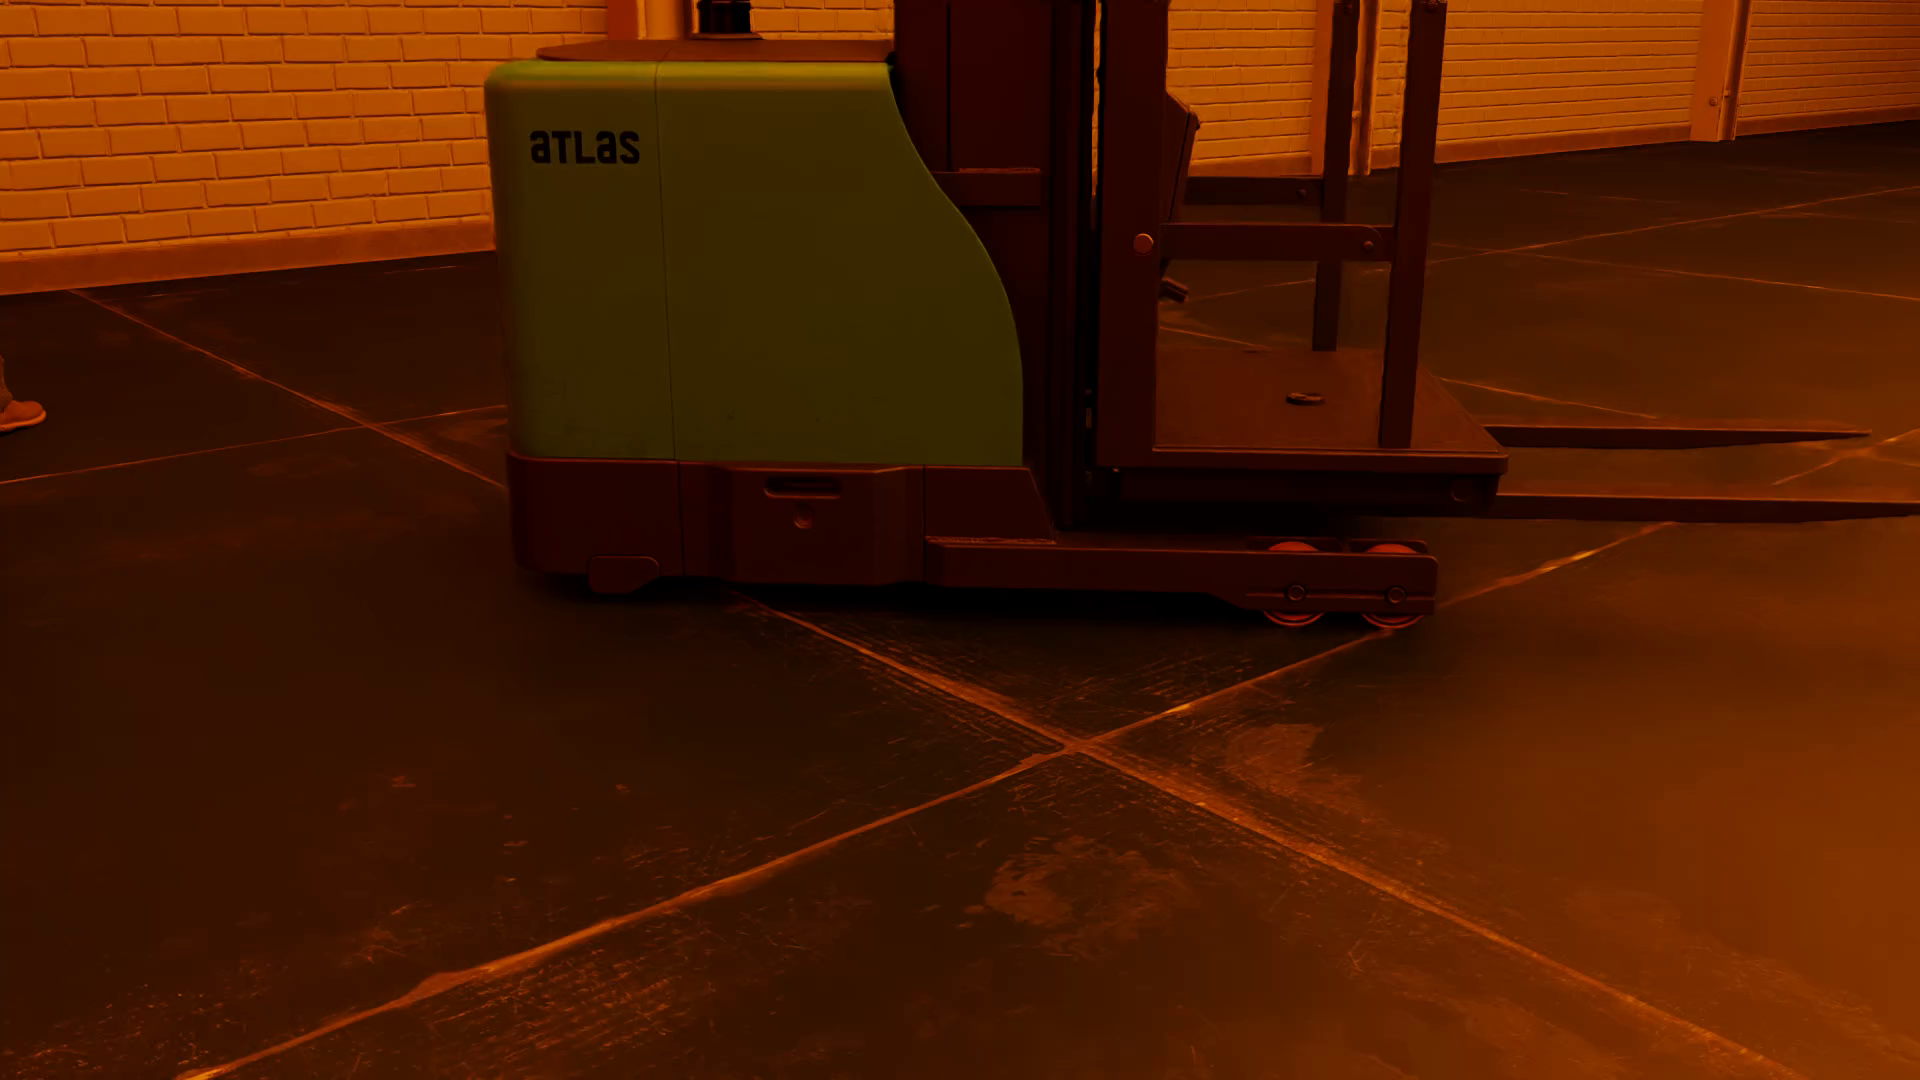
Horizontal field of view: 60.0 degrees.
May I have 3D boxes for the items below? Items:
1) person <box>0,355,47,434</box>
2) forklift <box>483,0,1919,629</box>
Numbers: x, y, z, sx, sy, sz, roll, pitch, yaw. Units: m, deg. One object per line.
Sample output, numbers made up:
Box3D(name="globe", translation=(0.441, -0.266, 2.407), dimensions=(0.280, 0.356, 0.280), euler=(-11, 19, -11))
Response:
Box3D(name="person", translation=(-2.963, -1.095, 4.587), dimensions=(0.631, 1.654, 0.472), euler=(3, 18, 8))
Box3D(name="forklift", translation=(0.610, -1.387, 3.375), dimensions=(3.031, 2.935, 1.130), euler=(1, 17, 4))
